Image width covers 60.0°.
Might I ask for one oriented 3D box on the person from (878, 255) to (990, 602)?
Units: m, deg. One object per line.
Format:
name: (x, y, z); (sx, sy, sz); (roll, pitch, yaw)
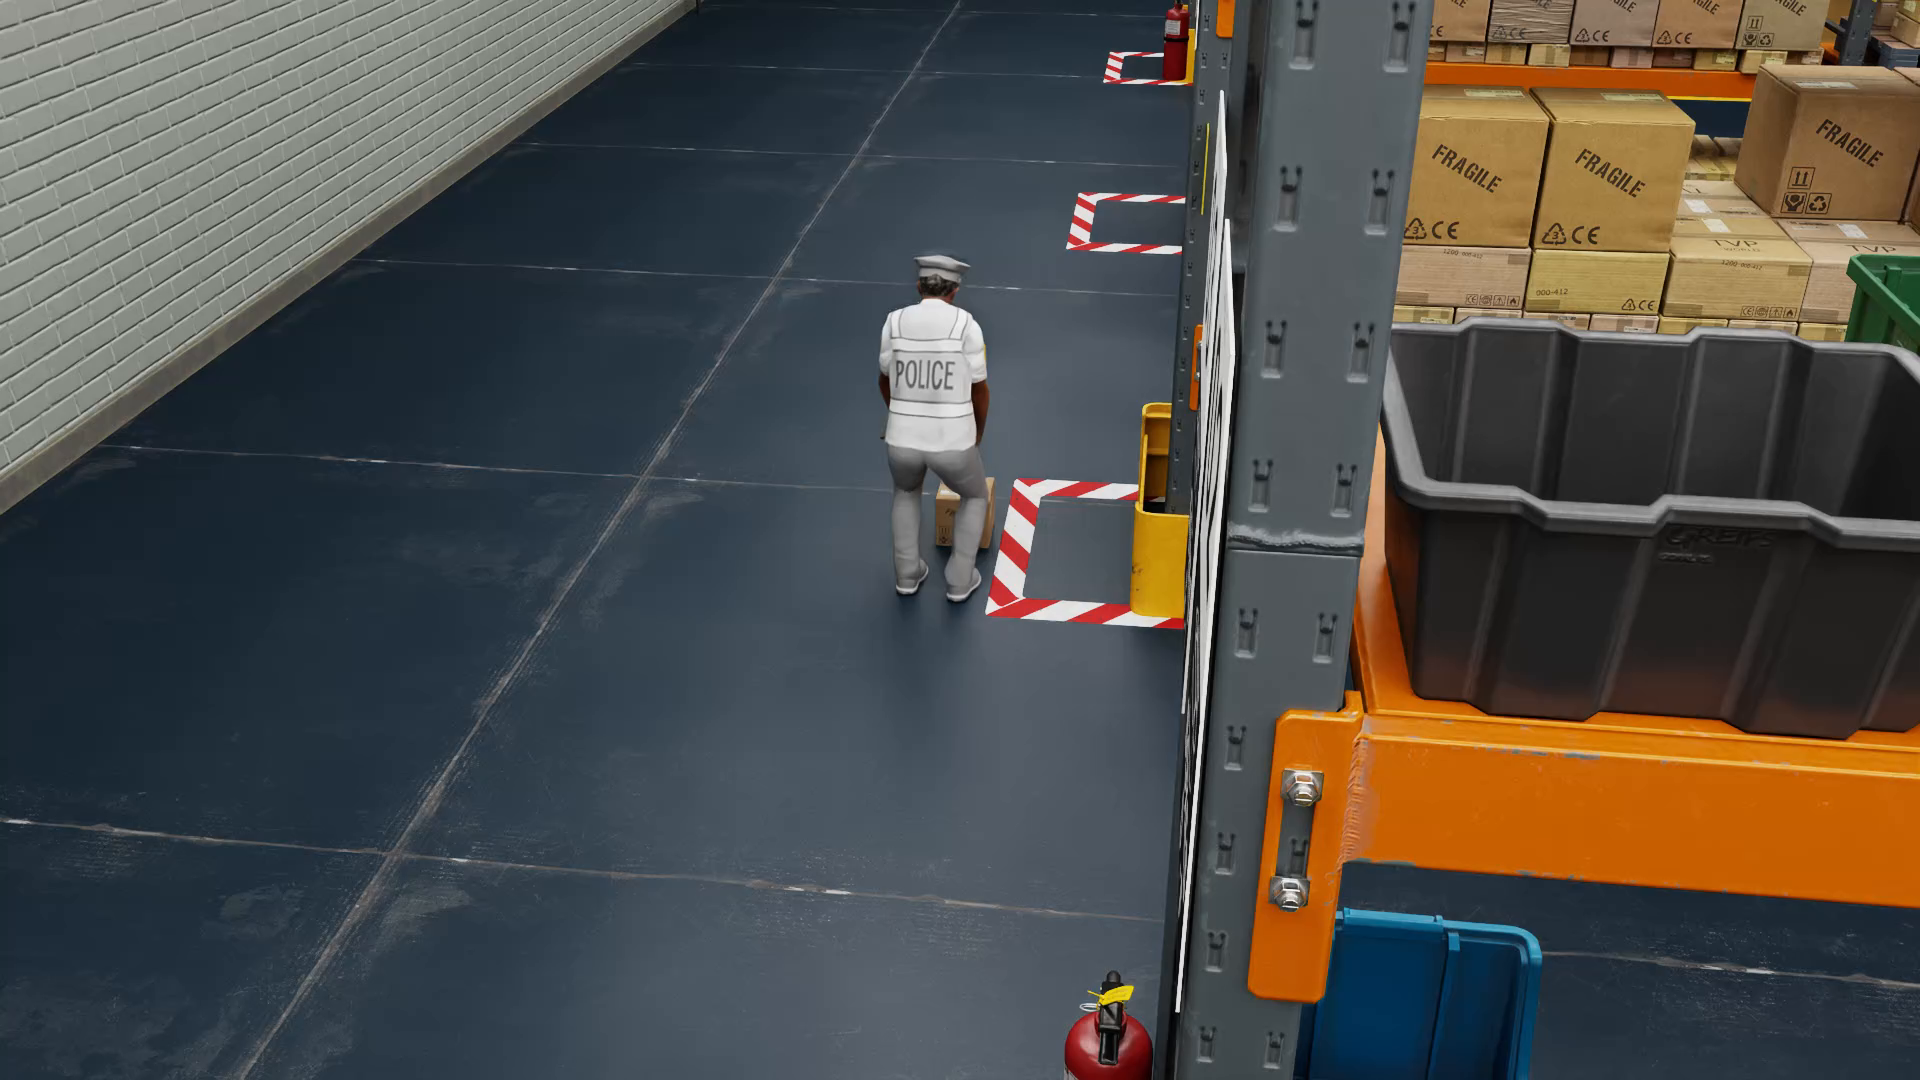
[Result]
person: (-0.124, -0.468, 7.182); (0.490, 1.487, 0.628); (7, 29, 13)
